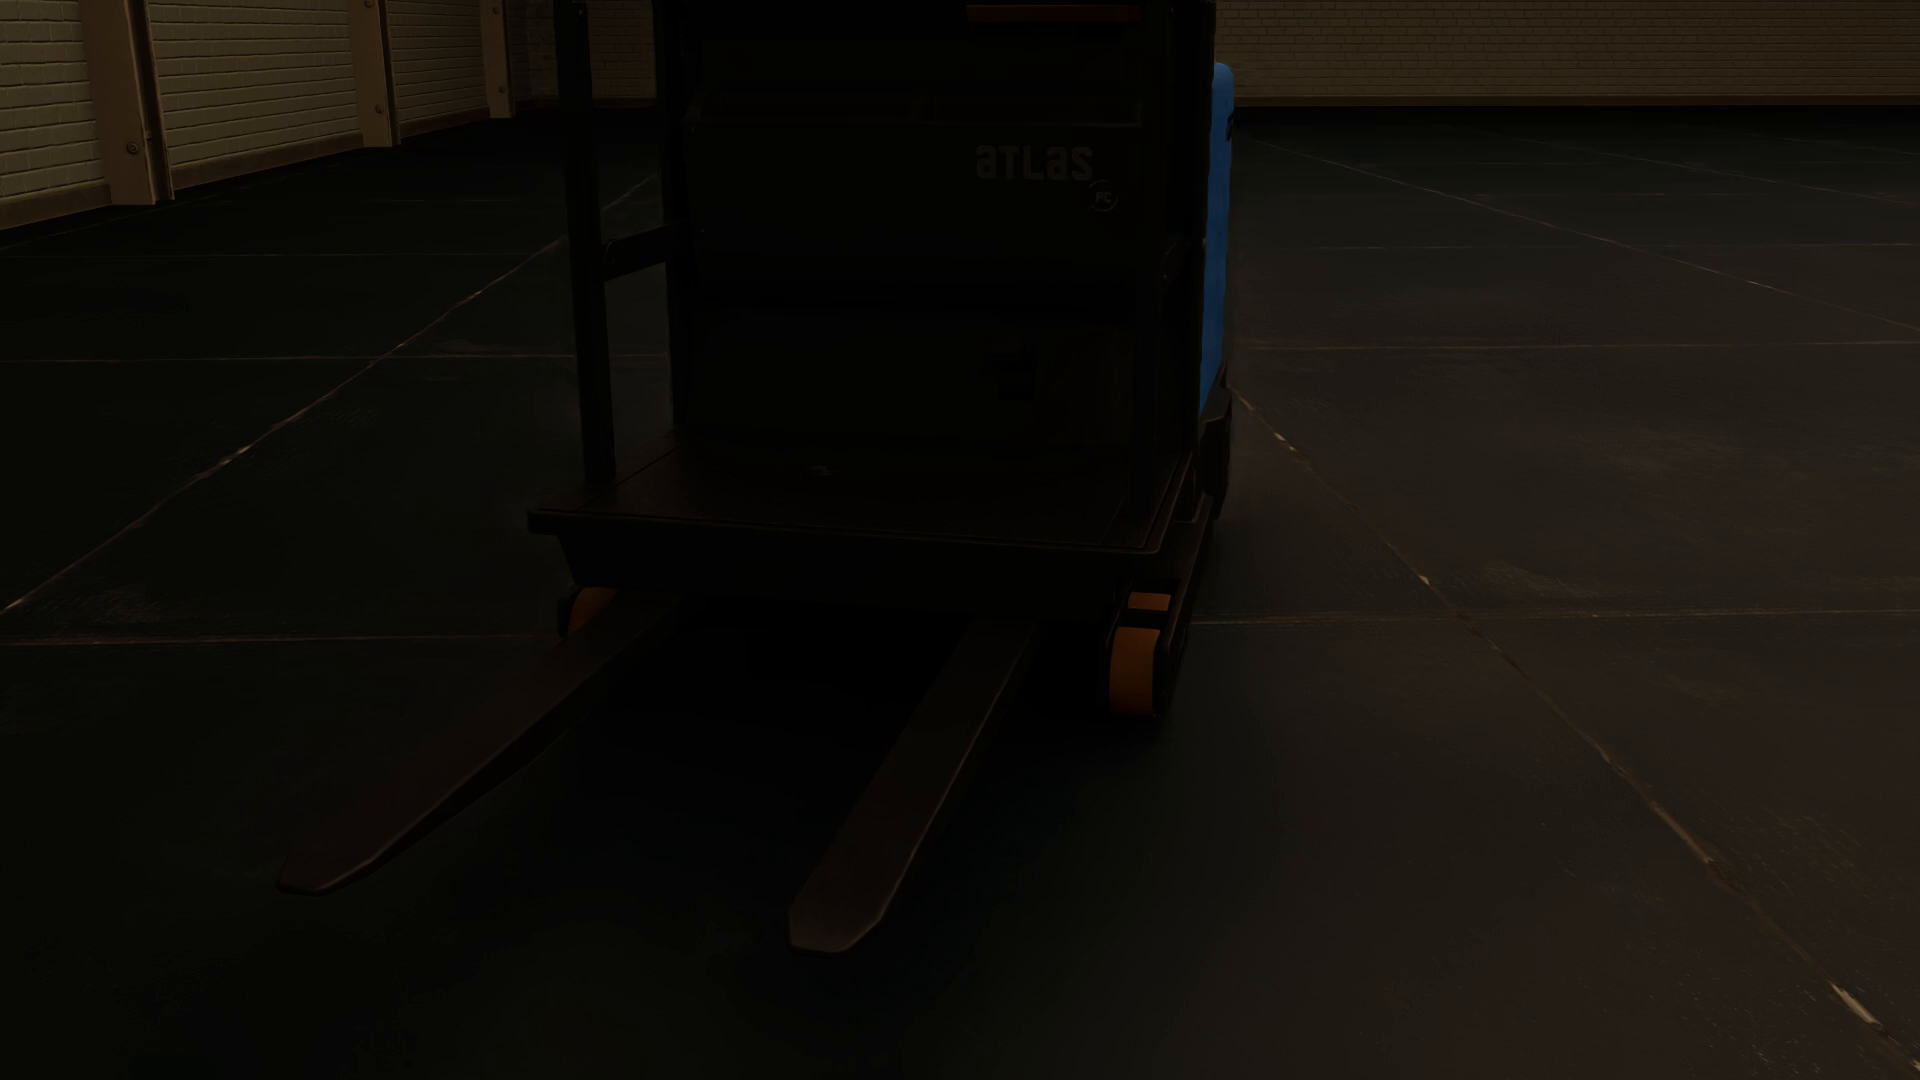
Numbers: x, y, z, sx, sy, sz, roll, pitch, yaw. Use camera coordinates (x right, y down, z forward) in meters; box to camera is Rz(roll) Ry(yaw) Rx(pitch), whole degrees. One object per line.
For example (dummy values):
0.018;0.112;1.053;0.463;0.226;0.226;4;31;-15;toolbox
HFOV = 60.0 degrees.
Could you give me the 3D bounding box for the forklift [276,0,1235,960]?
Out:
-0.116;-1.208;2.855;1.130;2.935;3.031;4;17;12;forklift
